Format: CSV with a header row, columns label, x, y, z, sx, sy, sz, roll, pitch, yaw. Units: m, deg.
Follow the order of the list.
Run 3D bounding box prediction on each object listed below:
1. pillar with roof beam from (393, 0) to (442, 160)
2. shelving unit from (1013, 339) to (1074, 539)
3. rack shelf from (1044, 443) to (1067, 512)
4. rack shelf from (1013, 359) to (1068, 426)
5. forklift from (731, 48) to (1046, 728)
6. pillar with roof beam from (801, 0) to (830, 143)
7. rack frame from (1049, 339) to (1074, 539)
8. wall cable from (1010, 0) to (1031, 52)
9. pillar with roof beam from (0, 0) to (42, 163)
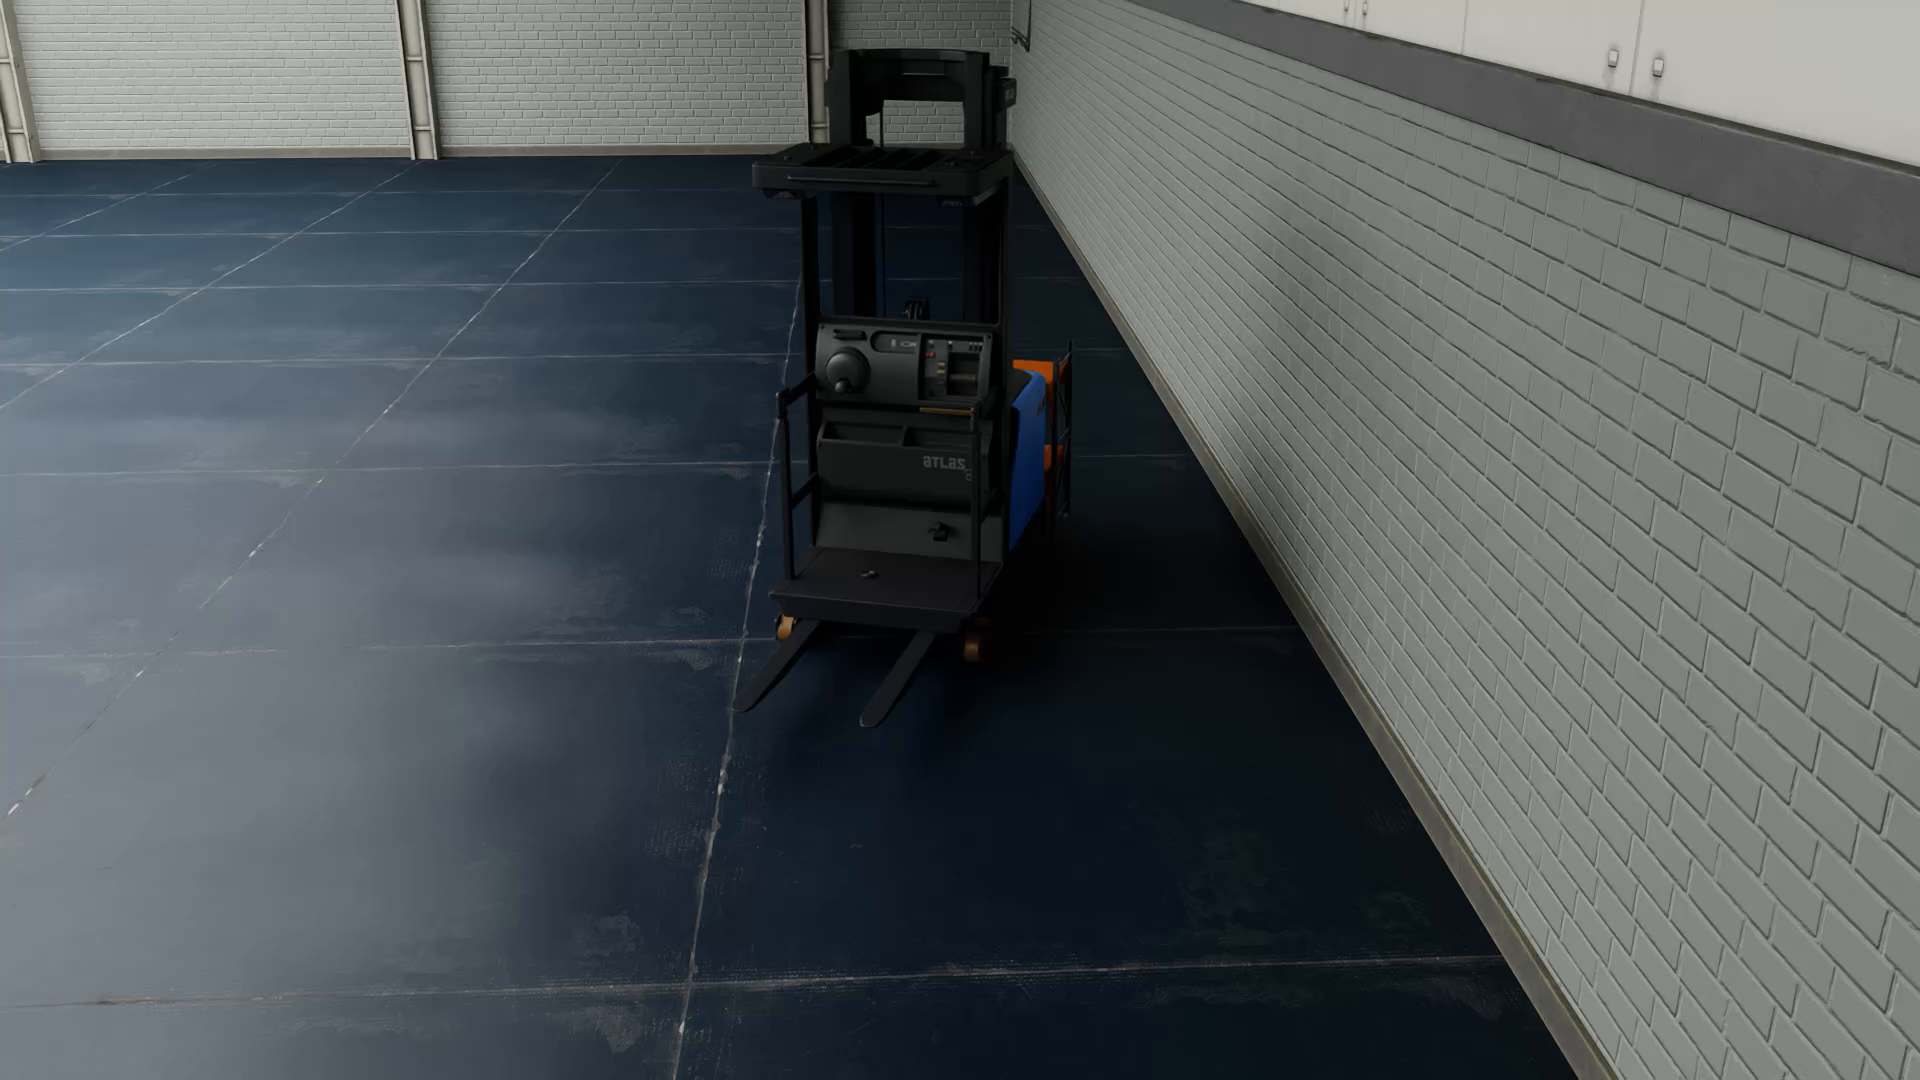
label,x,y,z,sx,sy,sz,roll,pitch,yaw
pillar with roof beam,-7.933,-8.538,19.900,0.400,9.000,9.100,-1,21,-3
shelving unit,0.131,-0.663,10.282,1.048,1.125,0.538,5,21,14
rack shelf,0.131,-0.435,10.369,1.000,0.278,0.538,5,21,14
rack shelf,0.131,-0.937,10.178,1.000,0.278,0.538,5,21,14
forklift,-0.338,-0.887,8.333,1.130,2.935,3.031,5,21,13
pillar with roof beam,-1.943,-8.660,20.220,0.400,9.000,9.100,-1,21,-3
rack frame,0.622,-0.618,10.163,0.032,1.125,0.500,5,21,14
wall cable,0.828,-8.328,23.712,0.112,2.526,3.097,-1,21,-3
pillar with roof beam,-13.923,-8.416,19.580,0.400,9.000,9.100,-1,21,-3
